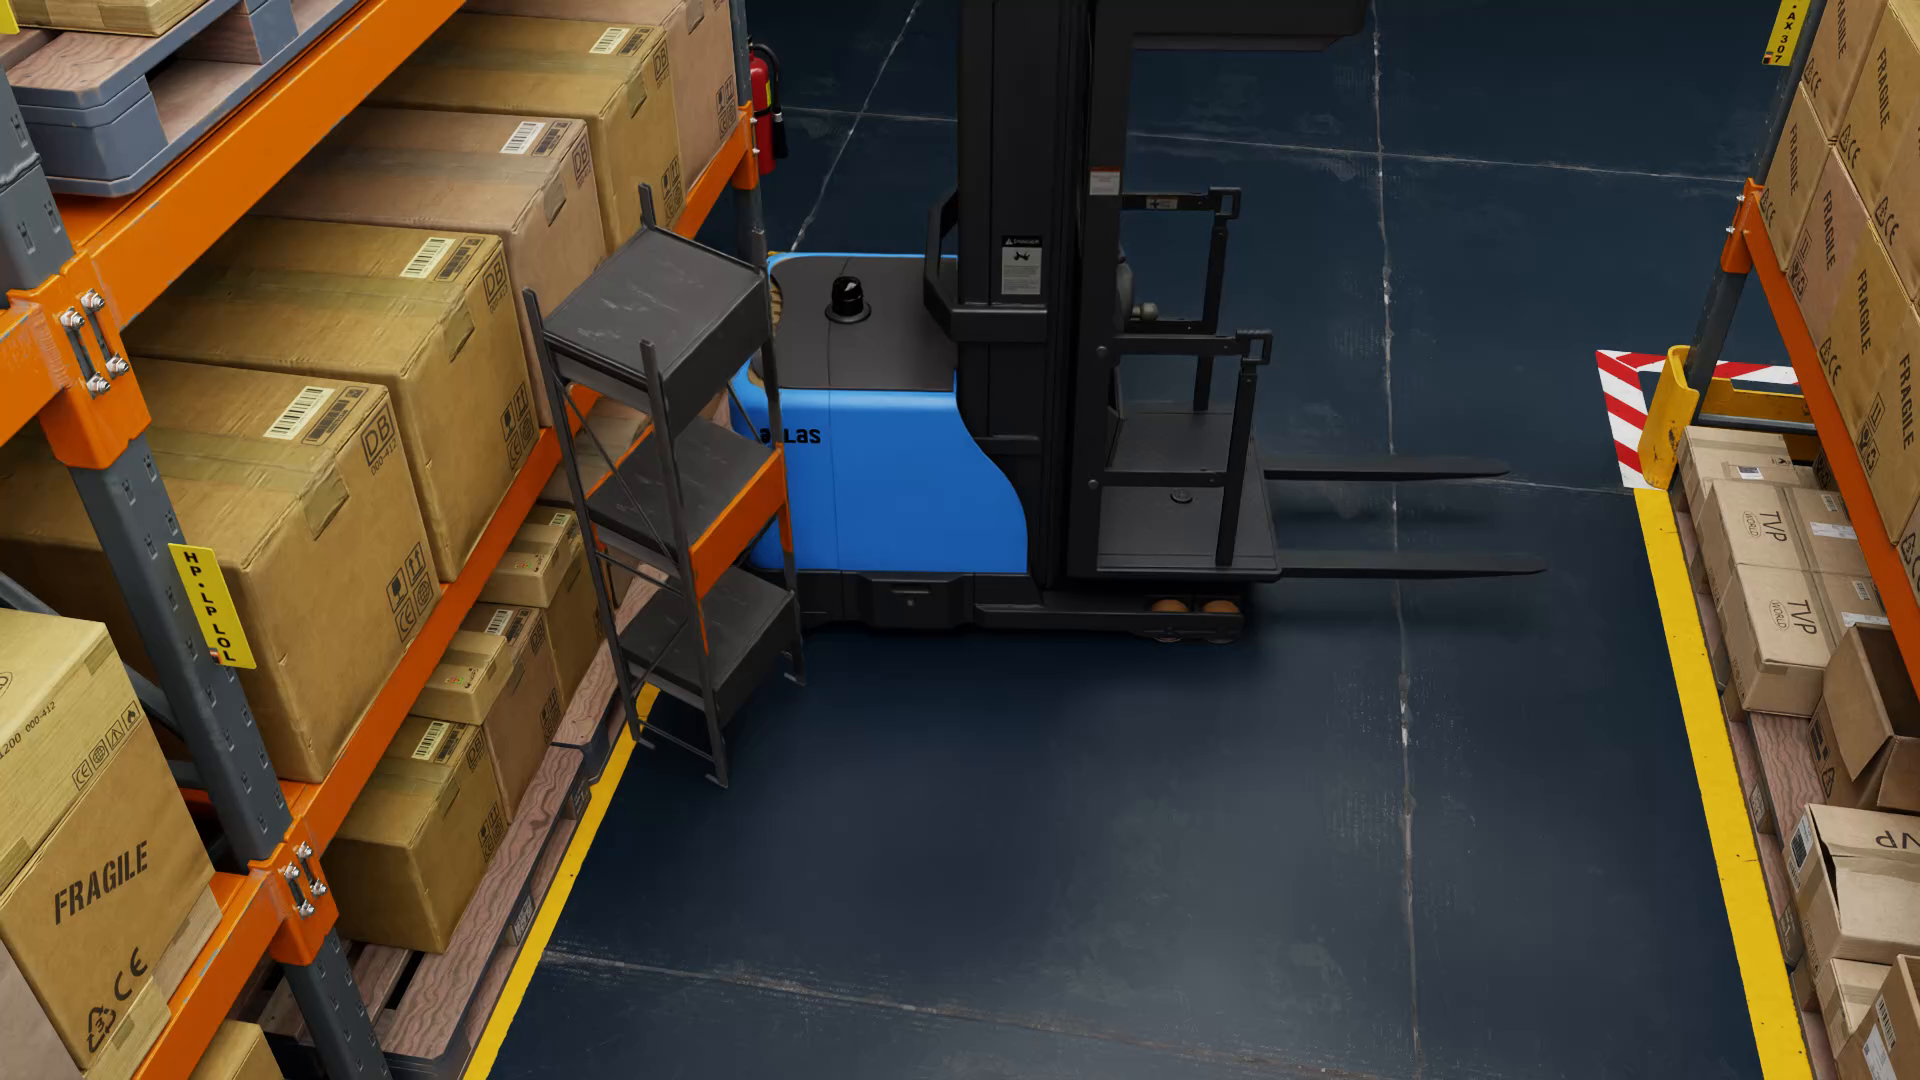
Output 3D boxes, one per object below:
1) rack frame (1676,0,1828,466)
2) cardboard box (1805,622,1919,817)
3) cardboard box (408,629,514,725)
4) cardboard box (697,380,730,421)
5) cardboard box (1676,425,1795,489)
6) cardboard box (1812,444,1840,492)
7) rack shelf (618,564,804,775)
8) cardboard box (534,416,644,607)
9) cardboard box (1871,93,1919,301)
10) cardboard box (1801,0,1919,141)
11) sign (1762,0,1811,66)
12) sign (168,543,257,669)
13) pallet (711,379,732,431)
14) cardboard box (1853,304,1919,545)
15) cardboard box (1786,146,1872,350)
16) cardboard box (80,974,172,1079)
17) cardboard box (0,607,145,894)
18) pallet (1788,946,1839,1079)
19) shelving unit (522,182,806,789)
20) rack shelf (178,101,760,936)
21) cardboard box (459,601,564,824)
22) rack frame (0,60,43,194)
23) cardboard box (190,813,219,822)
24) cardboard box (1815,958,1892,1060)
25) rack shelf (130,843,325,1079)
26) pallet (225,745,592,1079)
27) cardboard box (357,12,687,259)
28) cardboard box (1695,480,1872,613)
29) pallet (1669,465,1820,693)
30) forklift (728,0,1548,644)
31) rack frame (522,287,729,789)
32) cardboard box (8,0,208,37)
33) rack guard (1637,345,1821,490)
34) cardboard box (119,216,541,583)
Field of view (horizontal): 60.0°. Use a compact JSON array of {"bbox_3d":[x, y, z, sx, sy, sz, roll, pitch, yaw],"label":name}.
[{"bbox_3d":[3.514,-1.467,6.170,1.000,3.000,0.127,6,40,8],"label":"rack frame"},{"bbox_3d":[3.142,0.657,5.215,0.797,0.503,0.637,6,40,8],"label":"cardboard box"},{"bbox_3d":[-1.588,0.399,5.037,0.380,0.149,0.250,8,40,9],"label":"cardboard box"},{"bbox_3d":[-1.388,-0.759,6.946,0.700,0.500,0.500,6,40,8],"label":"cardboard box"},{"bbox_3d":[3.103,-0.312,6.666,0.380,0.149,0.250,6,40,8],"label":"cardboard box"},{"bbox_3d":[3.663,-0.304,6.380,0.500,0.500,0.500,6,40,8],"label":"cardboard box"},{"bbox_3d":[-0.845,0.396,5.649,0.431,0.518,0.480,24,54,17],"label":"rack shelf"},{"bbox_3d":[-1.561,-0.129,6.184,0.700,0.500,0.500,5,40,6],"label":"cardboard box"},{"bbox_3d":[3.003,-0.999,4.741,0.500,0.500,0.500,7,40,8],"label":"cardboard box"},{"bbox_3d":[3.178,-1.641,5.518,0.500,0.500,0.500,8,40,9],"label":"cardboard box"},{"bbox_3d":[2.980,-1.860,5.966,0.100,0.325,0.005,6,40,8],"label":"sign"},{"bbox_3d":[-1.521,0.138,3.383,0.100,0.325,0.005,6,40,8],"label":"sign"},{"bbox_3d":[-1.427,-0.425,7.099,1.003,0.211,1.213,6,40,8],"label":"pallet"},{"bbox_3d":[2.916,-0.303,4.684,0.500,0.500,0.500,7,40,8],"label":"cardboard box"},{"bbox_3d":[3.094,-0.931,5.444,0.500,0.500,0.500,6,40,7],"label":"cardboard box"},{"bbox_3d":[-1.858,0.993,3.376,0.380,0.149,0.250,7,40,8],"label":"cardboard box"},{"bbox_3d":[-1.886,0.371,3.031,0.500,0.250,0.500,7,40,9],"label":"cardboard box"},{"bbox_3d":[2.942,1.688,4.543,1.003,0.211,1.213,6,40,8],"label":"pallet"},{"bbox_3d":[-0.831,-0.056,5.097,0.431,2.100,0.503,24,54,17],"label":"shelving unit"},{"bbox_3d":[-1.711,-0.478,5.539,1.077,0.370,4.000,6,40,8],"label":"rack shelf"},{"bbox_3d":[-1.737,0.529,5.389,0.700,0.500,0.500,6,40,7],"label":"cardboard box"},{"bbox_3d":[-2.058,-1.812,1.880,1.000,3.000,0.127,6,40,8],"label":"rack frame"},{"bbox_3d":[-2.048,0.663,4.718,0.380,0.149,0.250,6,40,7],"label":"cardboard box"},{"bbox_3d":[2.647,1.342,4.665,0.380,0.149,0.250,6,40,8],"label":"cardboard box"},{"bbox_3d":[-2.404,2.032,2.502,1.077,0.370,4.000,6,40,8],"label":"rack shelf"},{"bbox_3d":[-1.849,1.106,5.247,1.003,0.211,1.213,6,40,8],"label":"pallet"},{"bbox_3d":[-1.559,-1.347,5.790,0.980,0.700,0.700,6,40,7],"label":"cardboard box"},{"bbox_3d":[3.054,0.047,6.151,0.500,0.250,0.500,6,40,8],"label":"cardboard box"},{"bbox_3d":[3.364,0.156,6.395,1.003,0.211,1.213,6,40,8],"label":"pallet"},{"bbox_3d":[0.711,-1.085,5.762,3.031,2.935,1.130,1,40,1],"label":"forklift"},{"bbox_3d":[-0.951,0.107,4.961,0.400,2.100,0.015,24,54,17],"label":"rack frame"},{"bbox_3d":[-1.678,-1.203,3.207,0.500,0.250,0.500,6,40,8],"label":"cardboard box"},{"bbox_3d":[3.501,-0.455,6.909,1.175,0.500,0.348,6,40,8],"label":"rack guard"},{"bbox_3d":[-1.816,-0.412,4.659,0.980,0.700,0.700,5,40,7],"label":"cardboard box"}]
